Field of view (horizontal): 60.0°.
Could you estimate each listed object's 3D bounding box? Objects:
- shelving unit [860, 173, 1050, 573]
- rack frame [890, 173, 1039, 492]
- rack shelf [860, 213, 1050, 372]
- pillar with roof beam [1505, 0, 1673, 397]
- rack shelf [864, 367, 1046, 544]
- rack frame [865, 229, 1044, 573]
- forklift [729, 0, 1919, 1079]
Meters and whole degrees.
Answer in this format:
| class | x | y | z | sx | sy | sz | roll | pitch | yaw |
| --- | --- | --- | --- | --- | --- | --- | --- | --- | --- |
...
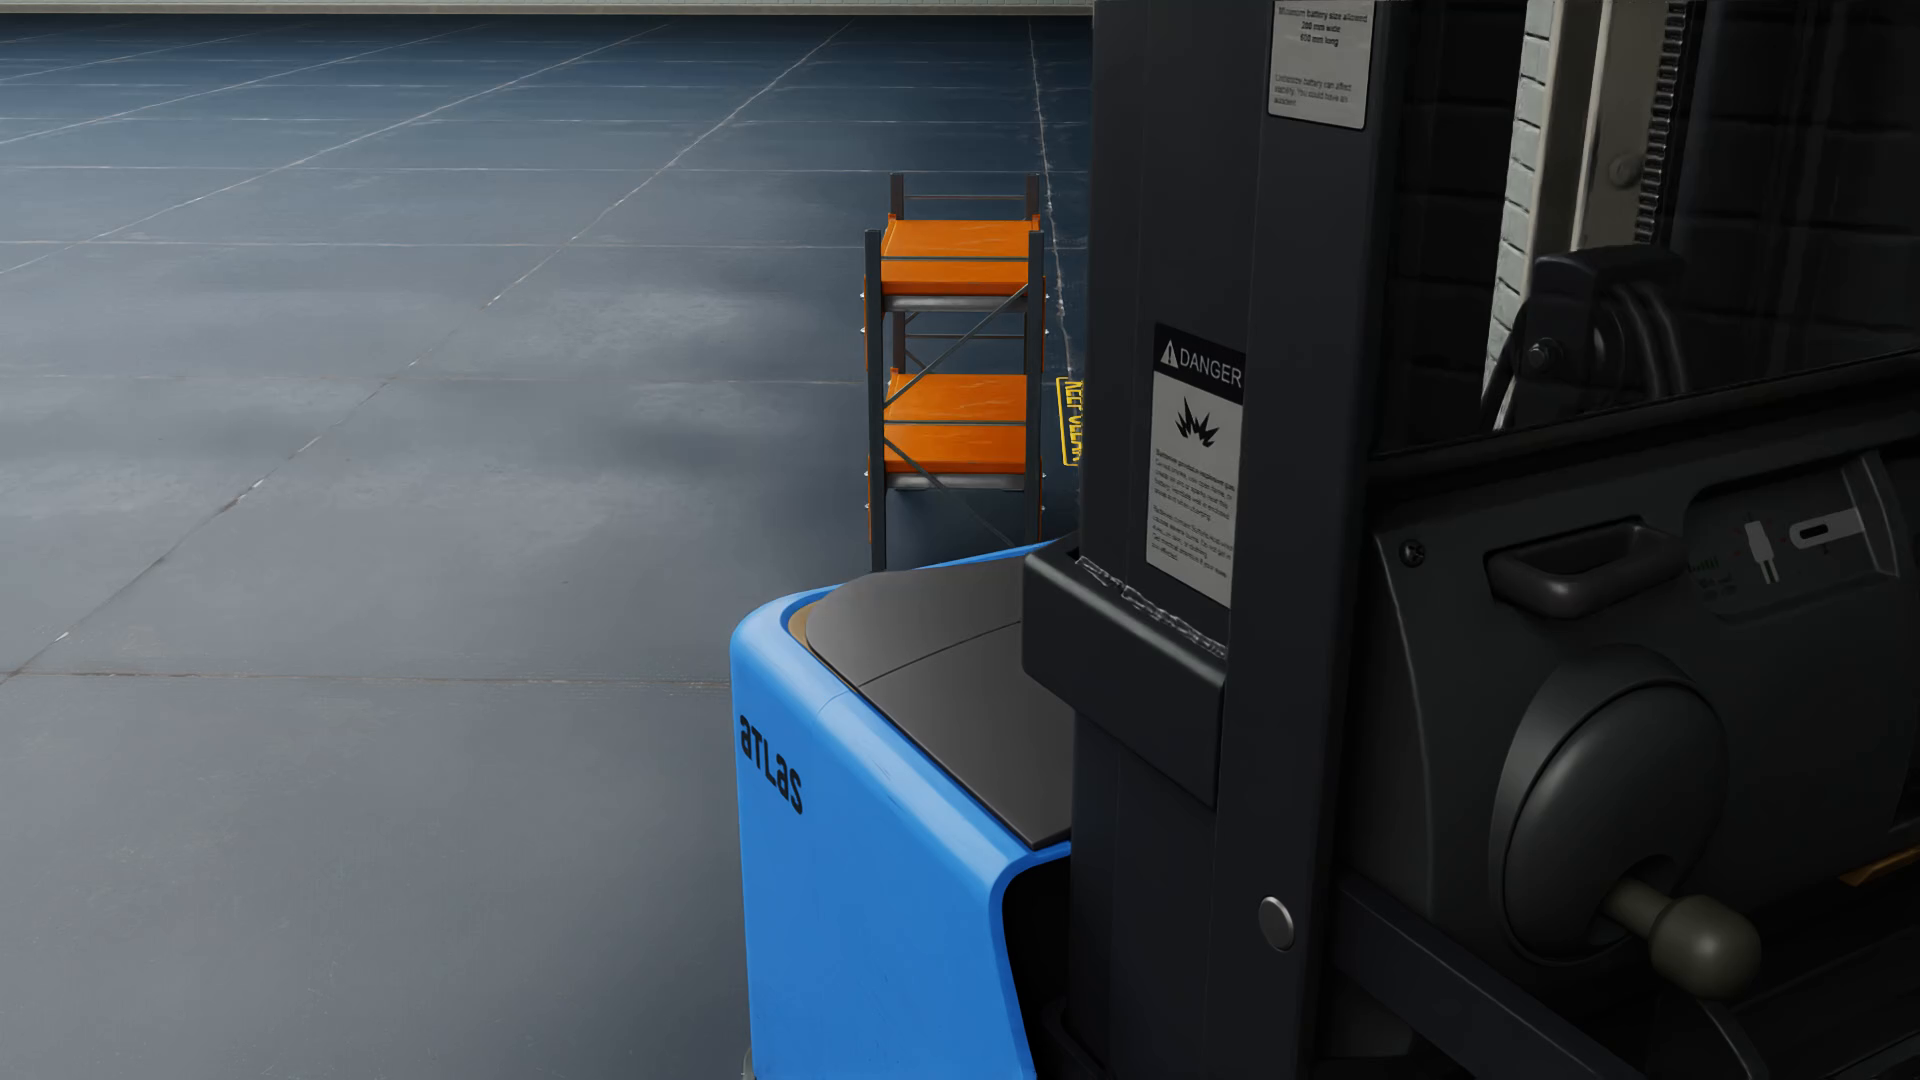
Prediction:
| class | x | y | z | sx | sy | sz | roll | pitch | yaw |
| --- | --- | --- | --- | --- | --- | --- | --- | --- | --- |
| shelving unit | 0.000 | -0.522 | 5.319 | 0.538 | 1.125 | 1.048 | 1 | 21 | 2 |
| rack frame | 0.015 | -0.706 | 5.793 | 0.500 | 1.125 | 0.032 | 1 | 21 | 2 |
| rack shelf | 0.000 | -0.795 | 5.213 | 0.538 | 0.278 | 1.000 | 1 | 21 | 2 |
| pillar with roof beam | -2.724 | -3.828 | 2.955 | 9.100 | 9.000 | 0.400 | 1 | 21 | 2 |
| rack shelf | 0.000 | -0.294 | 5.408 | 0.538 | 0.278 | 1.000 | 1 | 21 | 2 |
| rack frame | -0.016 | -0.338 | 4.845 | 0.500 | 1.125 | 0.032 | 1 | 21 | 2 |
| forklift | 0.816 | 0.105 | 1.205 | 1.130 | 2.935 | 3.031 | -11 | 24 | -27 |
